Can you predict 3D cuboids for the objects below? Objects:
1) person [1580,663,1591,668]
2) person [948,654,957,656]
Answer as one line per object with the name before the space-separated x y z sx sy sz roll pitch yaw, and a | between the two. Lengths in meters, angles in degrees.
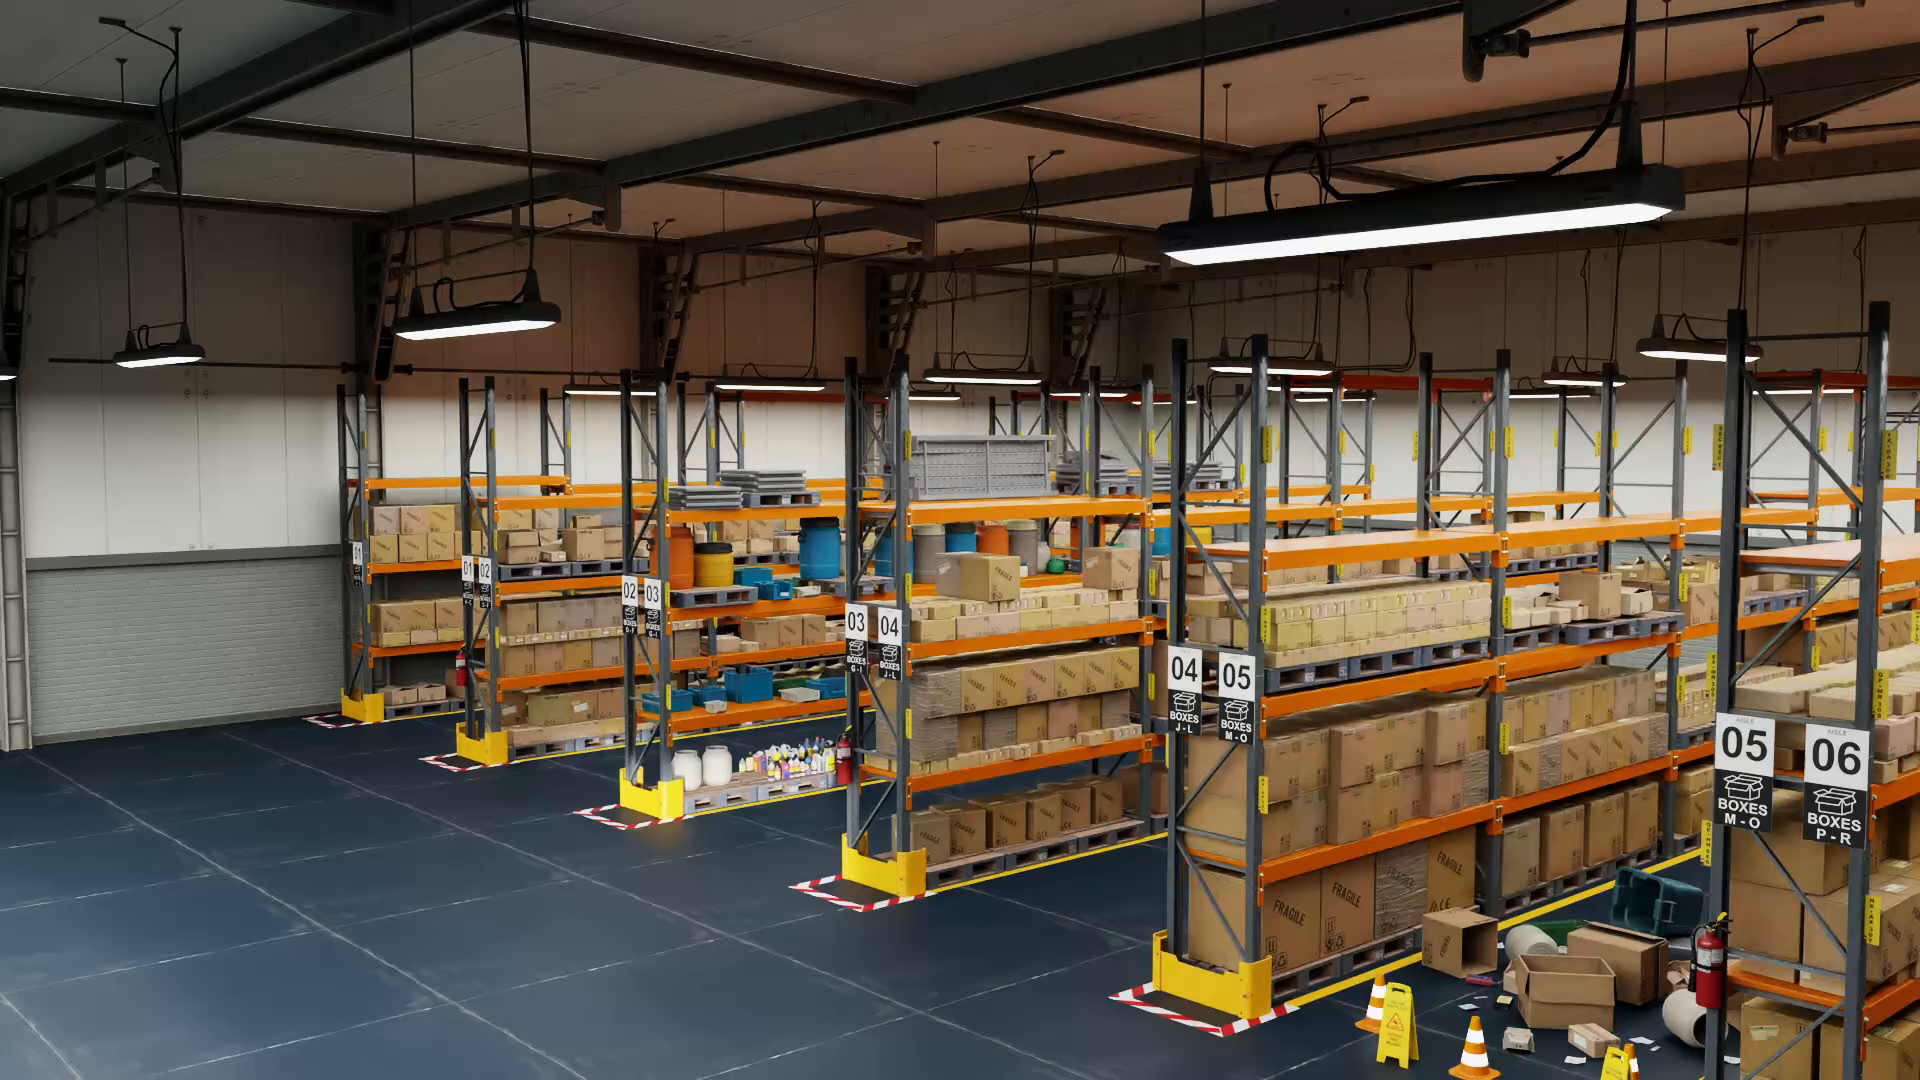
person | 10.121 2.672 26.495 1.001 1.488 0.698 -1 4 -16
person | 0.134 2.466 28.871 1.093 1.593 0.673 -2 4 -30
